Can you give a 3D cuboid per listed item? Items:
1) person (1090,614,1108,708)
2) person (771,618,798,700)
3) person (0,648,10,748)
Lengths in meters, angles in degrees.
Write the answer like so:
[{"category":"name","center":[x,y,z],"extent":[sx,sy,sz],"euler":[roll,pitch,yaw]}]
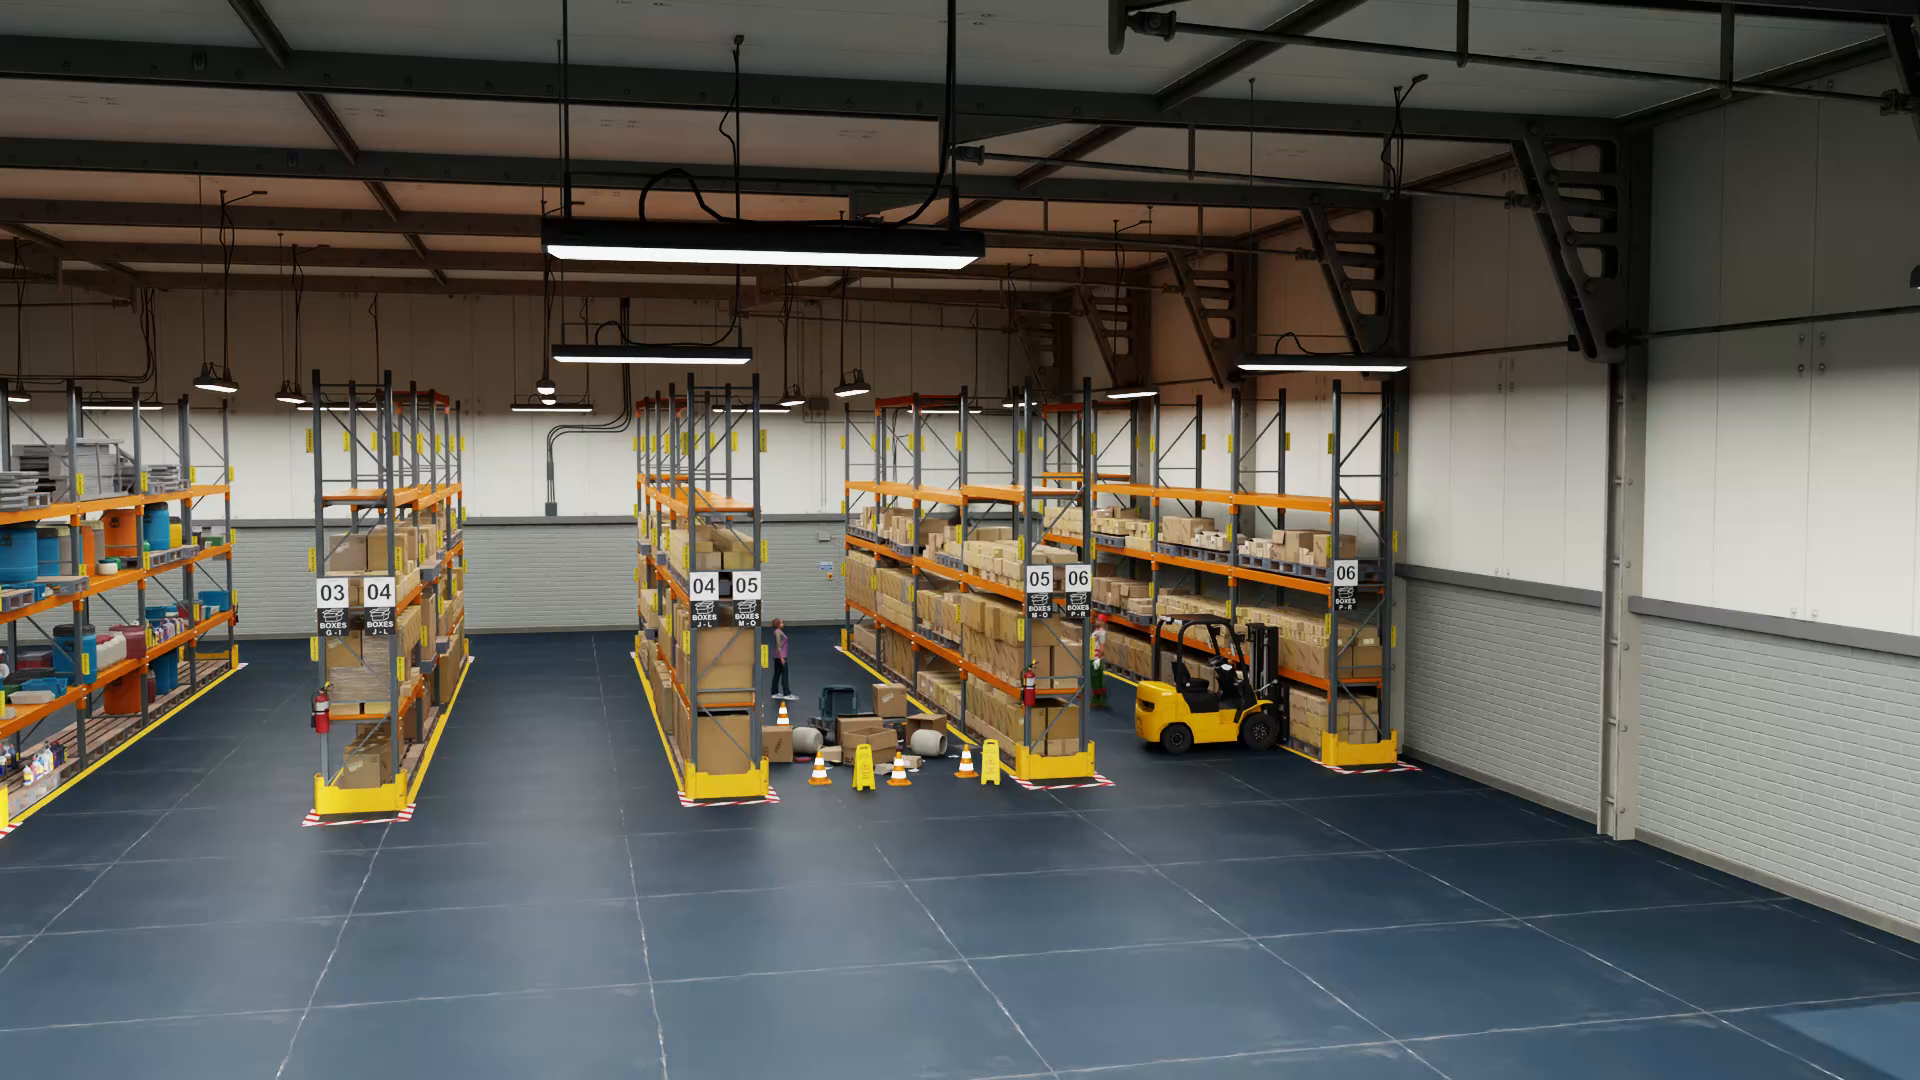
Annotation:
[{"category":"person","center":[2.581,2.296,31.615],"extent":[0.482,1.777,0.626],"euler":[1,3,15]},{"category":"person","center":[-3.469,2.322,32.653],"extent":[0.494,1.598,0.448],"euler":[-1,4,-20]},{"category":"person","center":[-15.387,2.615,26.598],"extent":[0.432,1.845,0.648],"euler":[2,4,32]}]
